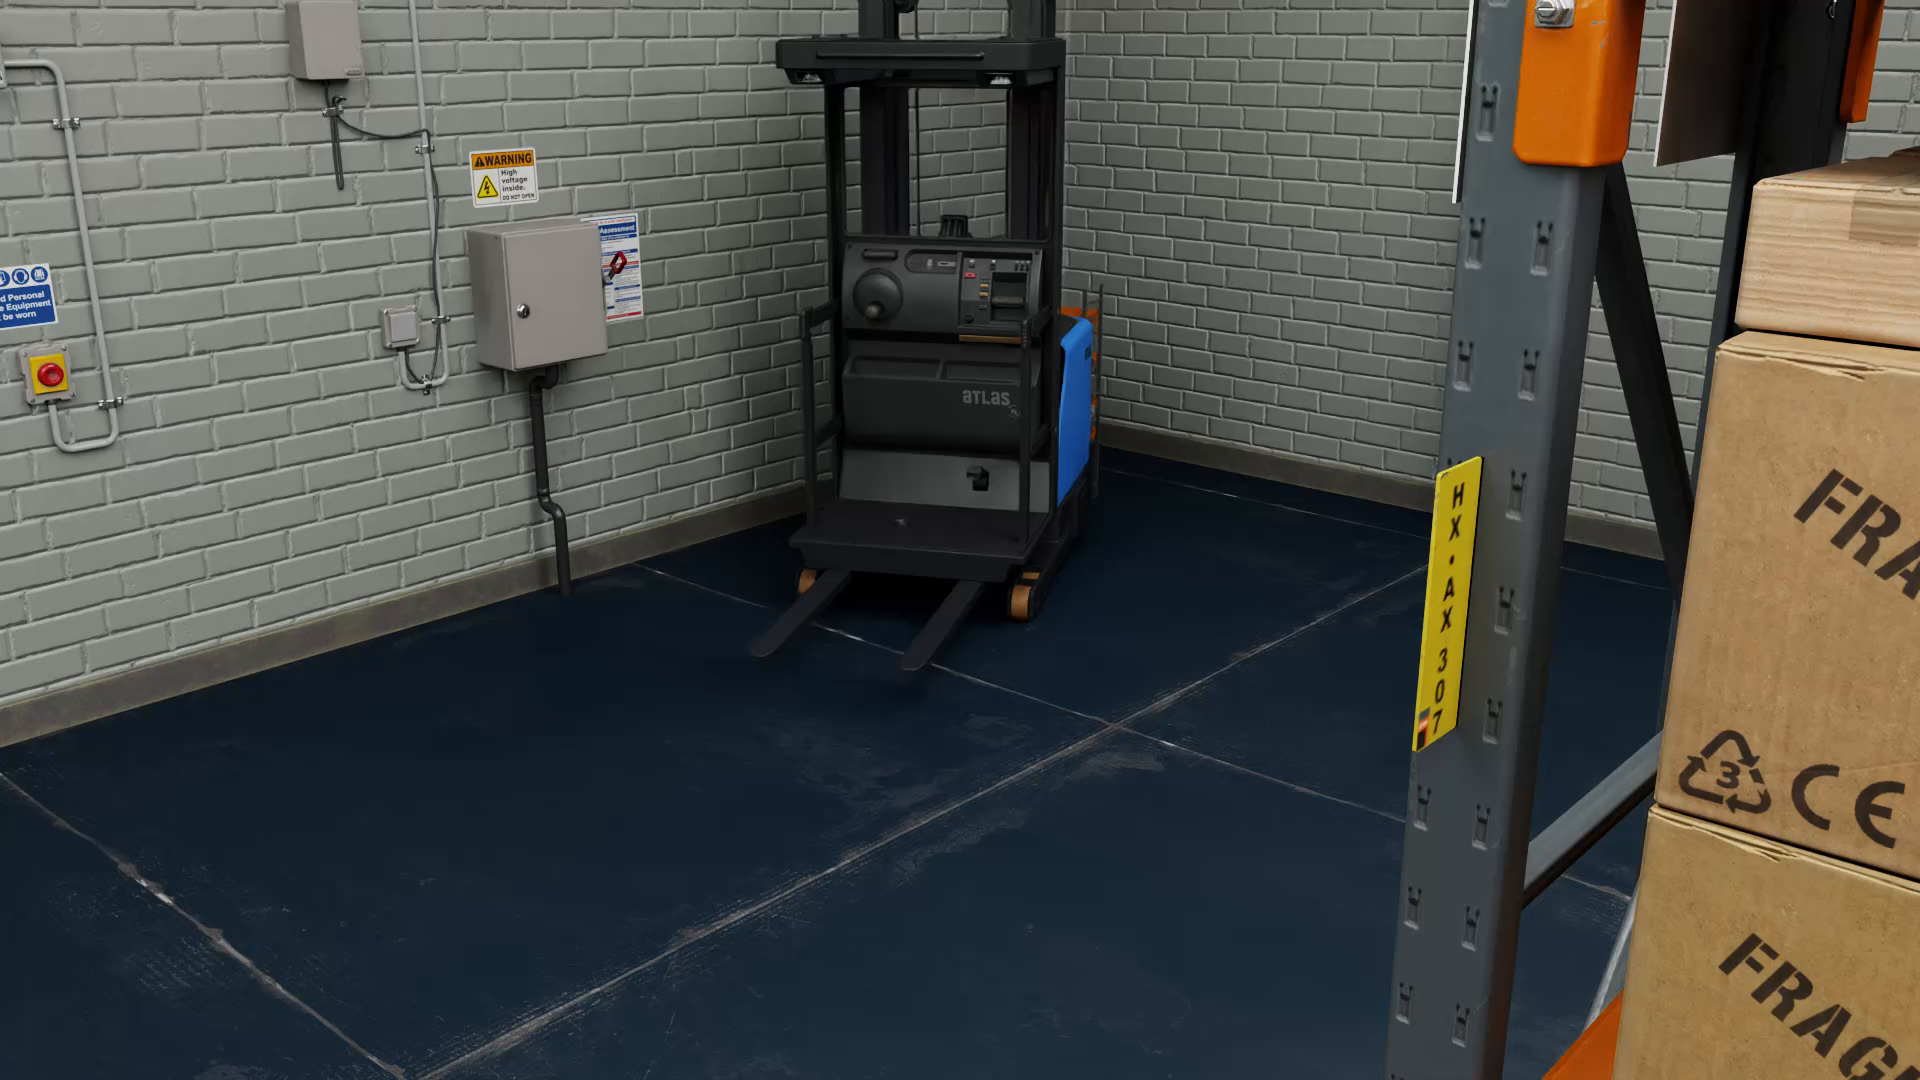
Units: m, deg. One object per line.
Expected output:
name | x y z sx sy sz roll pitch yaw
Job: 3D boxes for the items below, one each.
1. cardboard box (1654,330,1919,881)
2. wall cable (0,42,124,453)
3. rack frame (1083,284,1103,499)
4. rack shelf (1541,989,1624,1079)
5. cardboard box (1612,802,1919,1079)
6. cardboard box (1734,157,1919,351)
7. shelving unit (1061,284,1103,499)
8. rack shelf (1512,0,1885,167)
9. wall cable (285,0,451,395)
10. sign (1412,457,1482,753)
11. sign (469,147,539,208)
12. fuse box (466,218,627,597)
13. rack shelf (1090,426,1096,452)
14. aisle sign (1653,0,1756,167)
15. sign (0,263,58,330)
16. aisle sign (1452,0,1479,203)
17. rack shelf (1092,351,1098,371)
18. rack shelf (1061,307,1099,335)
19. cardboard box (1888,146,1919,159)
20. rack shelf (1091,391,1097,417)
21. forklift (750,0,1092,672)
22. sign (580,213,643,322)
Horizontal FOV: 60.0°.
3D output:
cardboard box | 1.087 0.036 1.721 0.500 0.500 0.500 14 23 38
wall cable | -3.316 -1.226 5.786 0.123 1.953 0.585 15 23 39
rack frame | 0.716 -0.787 9.107 0.015 1.200 0.240 9 20 27
rack shelf | 2.413 1.144 1.237 4.000 0.370 1.077 15 23 39
cardboard box | 1.085 0.513 1.870 0.500 0.500 0.500 15 23 39
cardboard box | 0.999 -0.300 1.707 0.250 0.149 0.380 16 23 40
shelving unit | 0.500 -0.821 9.216 0.503 1.200 0.258 9 20 27
rack shelf | 2.413 -0.286 0.784 4.000 0.370 1.077 15 23 39
wall cable | -2.383 -1.535 6.809 0.122 1.984 0.588 15 23 39
sign | 0.544 0.074 1.859 0.005 0.325 0.100 15 23 39
sign | -2.004 -1.596 7.316 0.001 0.242 0.339 15 23 39
fuse box | -1.812 -0.559 7.545 0.414 1.711 0.539 15 23 39
rack shelf | 0.500 -0.568 9.297 0.480 0.148 0.258 9 20 27
aisle sign | 1.069 -0.924 2.267 0.004 0.787 0.394 15 23 39
sign | -3.394 -0.857 5.908 0.001 0.218 0.327 15 23 39
aisle sign | 0.671 -0.788 1.839 0.004 0.787 0.394 15 23 39
rack shelf | 0.500 -0.970 9.169 0.480 0.148 0.258 9 20 27
rack shelf | 0.500 -1.196 9.097 0.480 0.148 0.258 9 20 27
cardboard box | 1.318 -0.407 2.045 0.250 0.149 0.380 15 23 40
rack shelf | 0.500 -0.757 9.236 0.480 0.148 0.258 9 20 27
forklift | -0.135 -1.158 7.416 1.130 2.935 3.031 4 18 13
sign | -1.639 -1.281 7.847 0.001 0.494 0.329 15 23 39
